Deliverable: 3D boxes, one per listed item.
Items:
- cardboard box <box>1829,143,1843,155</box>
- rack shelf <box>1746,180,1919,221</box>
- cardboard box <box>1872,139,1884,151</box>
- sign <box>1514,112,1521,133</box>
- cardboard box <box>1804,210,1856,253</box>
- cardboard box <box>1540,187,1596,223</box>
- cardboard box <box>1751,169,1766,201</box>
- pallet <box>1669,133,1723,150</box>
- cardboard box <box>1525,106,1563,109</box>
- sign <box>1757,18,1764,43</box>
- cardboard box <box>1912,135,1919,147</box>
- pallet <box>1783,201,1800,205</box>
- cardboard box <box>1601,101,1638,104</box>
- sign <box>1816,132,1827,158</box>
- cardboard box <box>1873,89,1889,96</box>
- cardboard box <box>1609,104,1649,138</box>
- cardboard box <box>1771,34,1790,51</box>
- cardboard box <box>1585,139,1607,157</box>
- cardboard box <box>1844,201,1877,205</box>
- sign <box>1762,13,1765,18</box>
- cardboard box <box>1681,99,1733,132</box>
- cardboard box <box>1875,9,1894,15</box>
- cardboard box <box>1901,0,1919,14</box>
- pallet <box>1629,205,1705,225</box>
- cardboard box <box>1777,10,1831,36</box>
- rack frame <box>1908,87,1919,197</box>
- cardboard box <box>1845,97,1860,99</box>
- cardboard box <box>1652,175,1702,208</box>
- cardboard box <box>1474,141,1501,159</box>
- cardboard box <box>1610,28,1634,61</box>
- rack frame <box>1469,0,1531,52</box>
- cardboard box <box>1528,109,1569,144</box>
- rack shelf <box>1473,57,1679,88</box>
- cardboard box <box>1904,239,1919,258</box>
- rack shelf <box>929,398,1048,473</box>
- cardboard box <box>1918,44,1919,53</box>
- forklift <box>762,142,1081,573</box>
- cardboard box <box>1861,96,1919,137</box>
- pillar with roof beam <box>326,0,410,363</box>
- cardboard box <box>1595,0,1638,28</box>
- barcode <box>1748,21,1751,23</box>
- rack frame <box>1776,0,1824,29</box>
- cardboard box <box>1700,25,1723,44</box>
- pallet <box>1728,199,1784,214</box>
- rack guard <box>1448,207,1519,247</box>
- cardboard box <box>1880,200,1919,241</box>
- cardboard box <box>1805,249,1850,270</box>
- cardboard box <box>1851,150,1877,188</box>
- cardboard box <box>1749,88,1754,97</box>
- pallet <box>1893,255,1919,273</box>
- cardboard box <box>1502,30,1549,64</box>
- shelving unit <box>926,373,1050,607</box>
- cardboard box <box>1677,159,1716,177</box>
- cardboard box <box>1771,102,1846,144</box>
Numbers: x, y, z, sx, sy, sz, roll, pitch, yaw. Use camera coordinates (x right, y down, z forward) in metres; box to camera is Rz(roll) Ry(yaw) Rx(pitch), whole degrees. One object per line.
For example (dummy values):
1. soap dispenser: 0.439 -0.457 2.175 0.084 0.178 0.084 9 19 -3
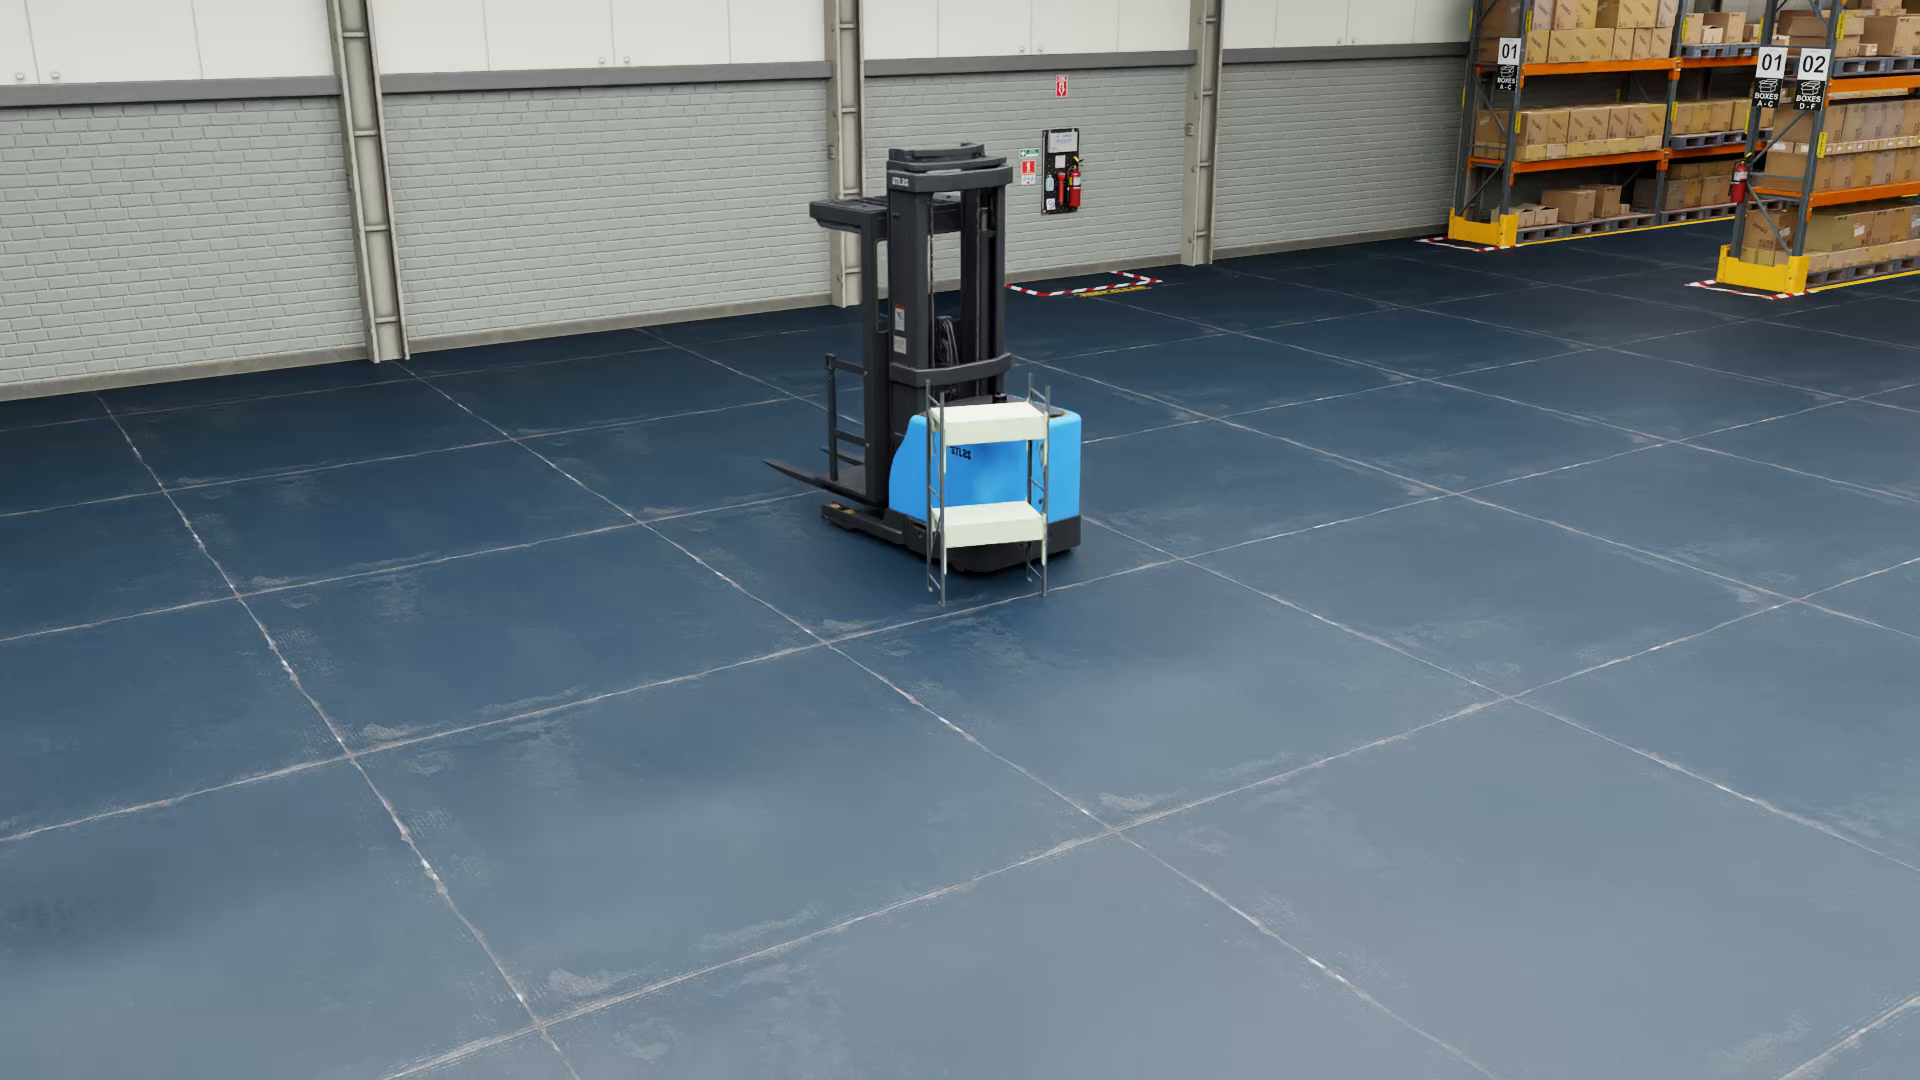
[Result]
1. cardboard box: 11.850 -5.381 22.809 0.250 0.149 0.380 -13 22 -33
2. rack shelf: 12.855 -4.979 23.912 4.000 0.370 1.077 -12 22 -31
3. cardboard box: 12.706 -5.561 23.342 0.250 0.149 0.380 -12 22 -32
4. sign: 8.756 -6.557 26.104 0.005 0.325 0.100 -12 22 -31
5. cardboard box: 12.172 -4.343 23.373 0.500 0.500 0.500 -12 22 -31
6. cardboard box: 10.201 -5.630 27.931 0.500 0.500 0.700 -14 23 -35
7. cardboard box: 14.566 -6.584 30.754 0.500 0.500 0.700 -12 22 -31
8. pallet: 12.516 -7.001 29.070 1.213 0.211 1.003 -12 22 -31
9. cardboard box: 9.589 -6.904 27.514 0.500 0.500 0.500 -13 22 -33
10. sign: 10.898 -6.918 22.582 0.005 0.325 0.100 -12 22 -31
11. cardboard box: 13.565 -5.743 23.879 0.250 0.149 0.380 -12 22 -32
12. pallet: 15.839 -6.499 31.638 1.213 0.211 1.003 -12 22 -31
13. cardboard box: 11.291 -7.263 28.577 0.500 0.500 0.500 -13 22 -33
14. sign: 11.485 -5.266 22.161 0.005 0.325 0.100 -12 22 -31
15. cardboard box: 17.372 -8.631 31.767 0.500 0.250 0.500 -11 22 -30
16. cardboard box: 11.160 -7.035 27.901 0.500 0.500 0.500 -12 22 -32
17. cardboard box: 14.686 -8.890 29.782 0.500 0.311 0.500 -12 22 -31
18. cardboard box: 10.317 -6.503 27.500 0.500 0.250 0.500 -12 22 -31
19. cardboard box: 13.131 -4.750 24.577 0.500 0.500 0.500 -12 22 -31
20. sign: 14.840 -9.554 30.708 0.005 0.325 0.100 -12 22 -31
21. cardboard box: 13.245 -7.554 29.561 0.500 0.500 0.700 -9 21 -24
22. cardboard box: 17.255 -9.841 31.645 0.500 0.500 0.700 -12 22 -32
23. cardboard box: 18.934 -10.543 32.813 0.500 0.500 0.500 -12 22 -32
24. pallet: 12.447 -5.813 29.610 1.213 0.211 1.003 -12 22 -31
25. cardboard box: 15.504 -9.477 30.567 0.500 0.500 0.700 -14 23 -36
26. rack frame: 14.526 -5.672 24.839 0.127 3.000 1.000 -12 22 -31
27. cardboard box: 16.543 -8.093 31.347 0.500 0.500 0.500 -12 22 -32
28. cardboard box: 12.808 -6.259 29.792 0.500 0.500 0.700 -12 22 -32
29. cardboard box: 8.741 -6.365 27.090 0.500 0.250 0.500 -12 22 -31
30. cardboard box: 10.641 -8.126 27.226 0.500 0.500 0.500 -13 23 -33
31. rack frame: 8.457 -9.134 25.711 0.127 3.000 1.000 -12 22 -31
32. cardboard box: 9.440 -6.674 26.833 0.500 0.500 0.500 -12 22 -31
33. rack shelf: 10.128 -7.724 27.349 4.000 0.370 1.077 -12 22 -31
34. cardboard box: 13.835 -4.343 24.545 0.500 0.250 0.500 -12 22 -31
35. rack shelf: 0.185 -0.714 11.296 0.720 0.370 0.431 -5 19 -15
36. cardboard box: 13.668 -6.954 23.464 0.250 0.149 0.380 -12 22 -31
37. forklift: -0.437 -1.553 12.761 1.130 2.935 3.031 -15 24 -38
38. cardboard box: 13.318 -6.077 23.854 0.500 0.500 0.700 -12 22 -31
39. pillar with roof beam: -4.099 -5.167 13.976 0.400 9.000 9.100 -12 22 -31
40. cardboard box: 10.646 -8.593 27.047 0.500 0.500 0.500 -13 23 -33
41. barcode: 14.488 -9.493 30.522 0.075 0.075 0.001 -12 22 -31
42. rack frame: 15.139 -10.543 29.880 0.127 3.000 1.000 -12 22 -31
43. cardboard box: 12.813 -8.758 28.765 0.500 0.311 0.500 -11 22 -30
44. pallet: 14.485 -6.243 30.881 1.213 0.211 1.003 -12 22 -31
45. rack guard: 8.521 -5.121 27.112 0.348 0.500 1.175 -12 22 -31
46. cardboard box: 13.834 -4.699 24.426 0.500 0.500 0.500 -12 22 -31
47. cardboard box: 12.171 -3.988 23.495 0.500 0.250 0.500 -12 22 -31
48. cardboard box: 12.436 -5.273 23.504 0.500 0.500 0.700 -12 22 -31
49. cardboard box: 14.606 -8.135 30.267 0.250 0.149 0.380 -17 25 -40
50. pallet: 13.838 -4.222 24.904 1.213 0.211 1.003 -12 22 -31
51. cardboard box: 8.874 -7.762 26.149 0.500 0.500 0.500 -11 22 -30
52. shelving unit: 0.185 -0.344 11.421 0.755 1.500 0.431 -5 19 -15
53. cardboard box: 13.202 -6.681 29.869 0.500 0.250 0.500 -13 22 -33
54. cardboard box: 11.626 -5.718 22.792 0.500 0.500 0.700 -12 22 -31
